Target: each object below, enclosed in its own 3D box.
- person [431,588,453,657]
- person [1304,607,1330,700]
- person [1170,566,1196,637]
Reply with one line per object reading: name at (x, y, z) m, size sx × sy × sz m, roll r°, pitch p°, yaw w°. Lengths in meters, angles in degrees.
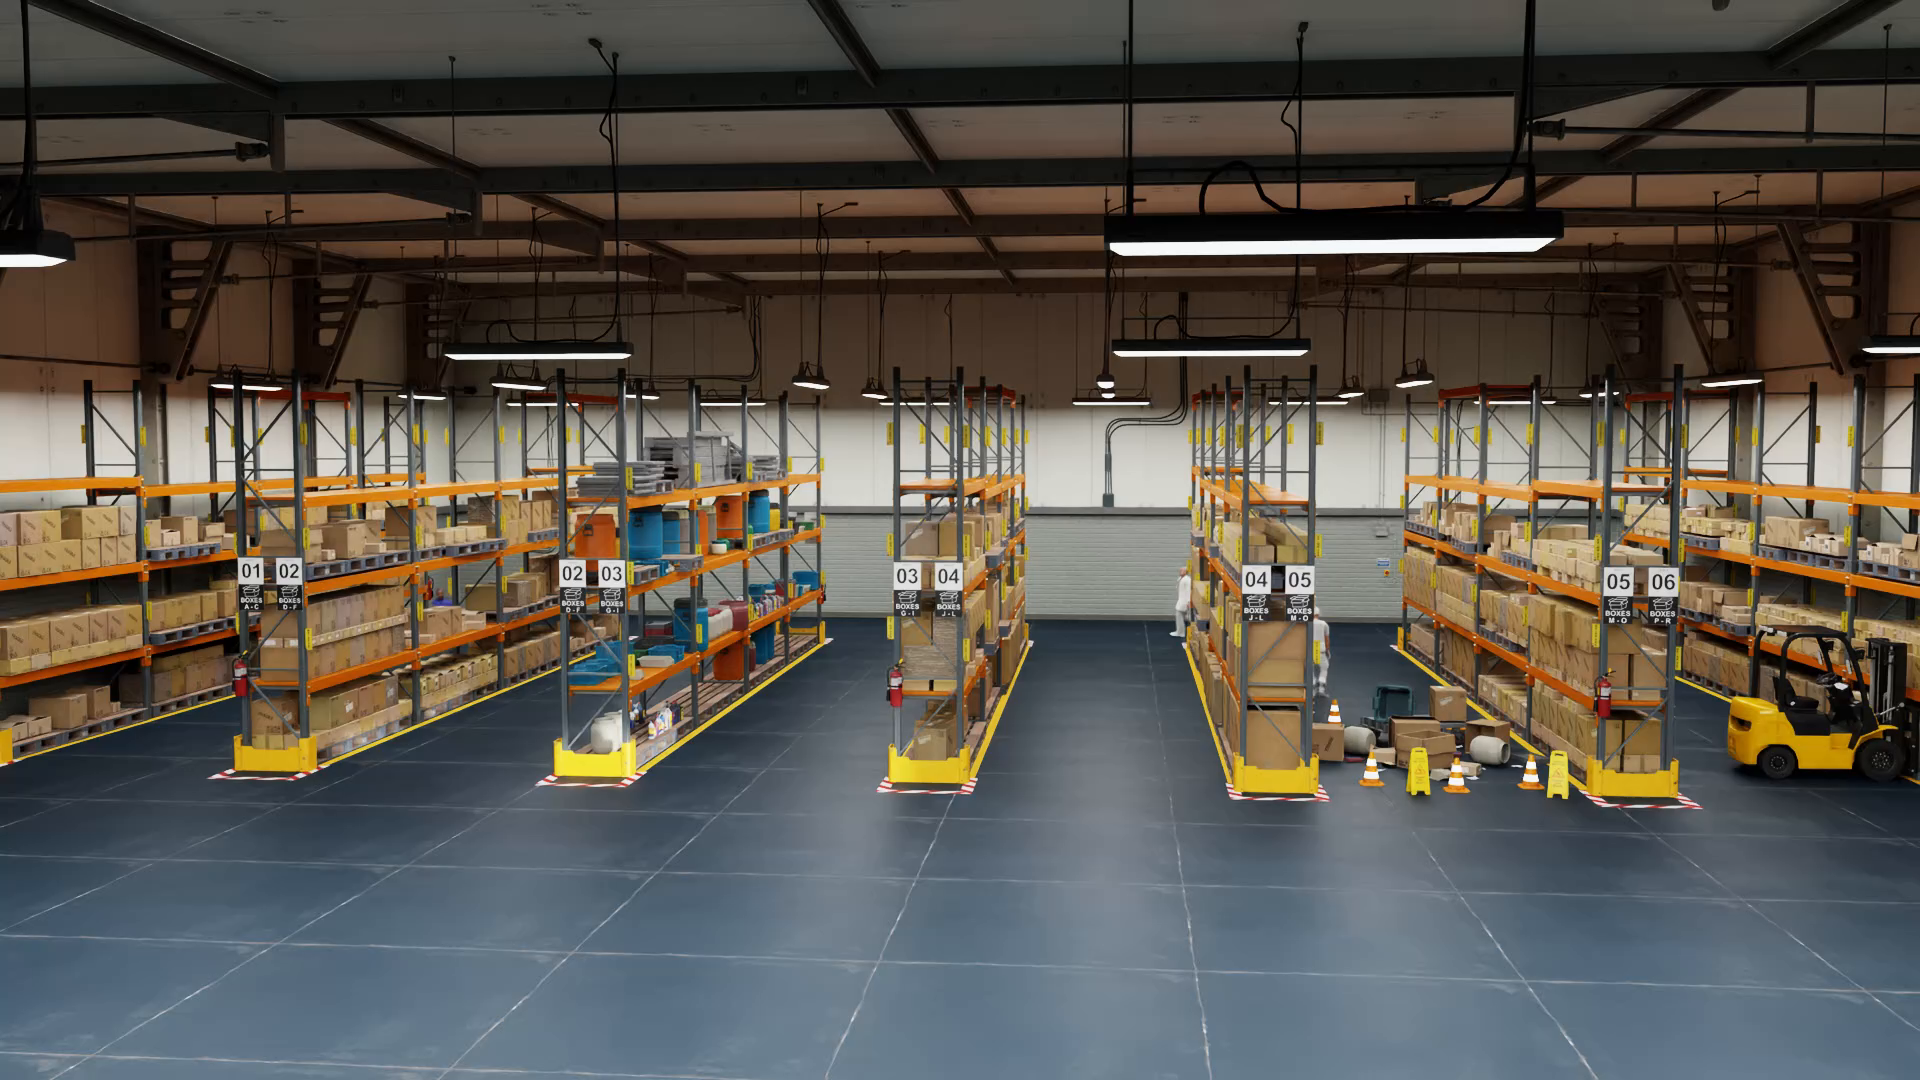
person at (-11.586, 1.871, 37.290) m, size 0.450 × 1.598 × 0.863 m, roll 0°, pitch 4°, yaw 4°
person at (6.769, 2.149, 31.668) m, size 0.573 × 1.787 × 0.551 m, roll 0°, pitch 4°, yaw 6°
person at (5.682, 1.530, 41.588) m, size 0.838 × 1.758 × 0.578 m, roll 1°, pitch 4°, yaw 9°
